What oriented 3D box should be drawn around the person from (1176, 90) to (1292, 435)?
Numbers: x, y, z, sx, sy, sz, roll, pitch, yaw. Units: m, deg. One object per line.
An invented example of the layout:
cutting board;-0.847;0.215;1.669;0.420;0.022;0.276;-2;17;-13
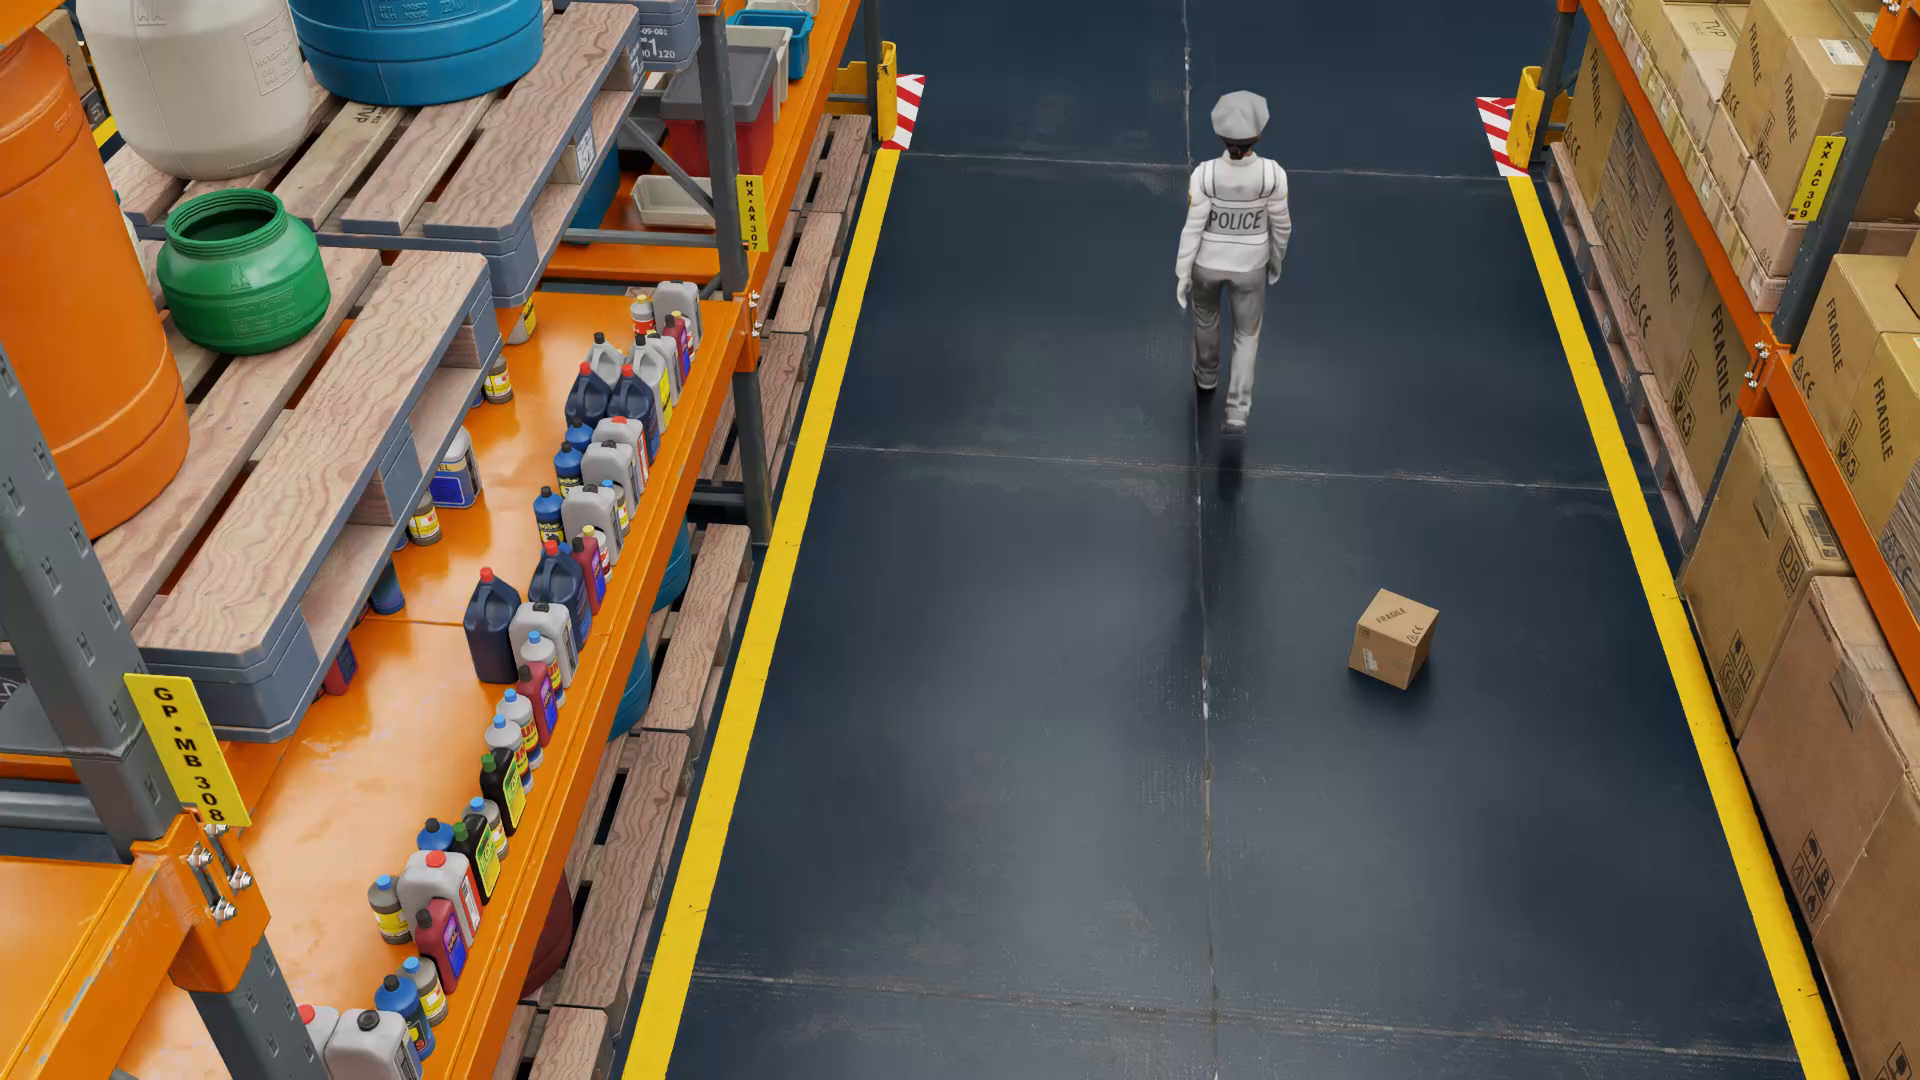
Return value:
person;1.243;-1.266;7.619;0.500;1.648;0.879;5;41;6
